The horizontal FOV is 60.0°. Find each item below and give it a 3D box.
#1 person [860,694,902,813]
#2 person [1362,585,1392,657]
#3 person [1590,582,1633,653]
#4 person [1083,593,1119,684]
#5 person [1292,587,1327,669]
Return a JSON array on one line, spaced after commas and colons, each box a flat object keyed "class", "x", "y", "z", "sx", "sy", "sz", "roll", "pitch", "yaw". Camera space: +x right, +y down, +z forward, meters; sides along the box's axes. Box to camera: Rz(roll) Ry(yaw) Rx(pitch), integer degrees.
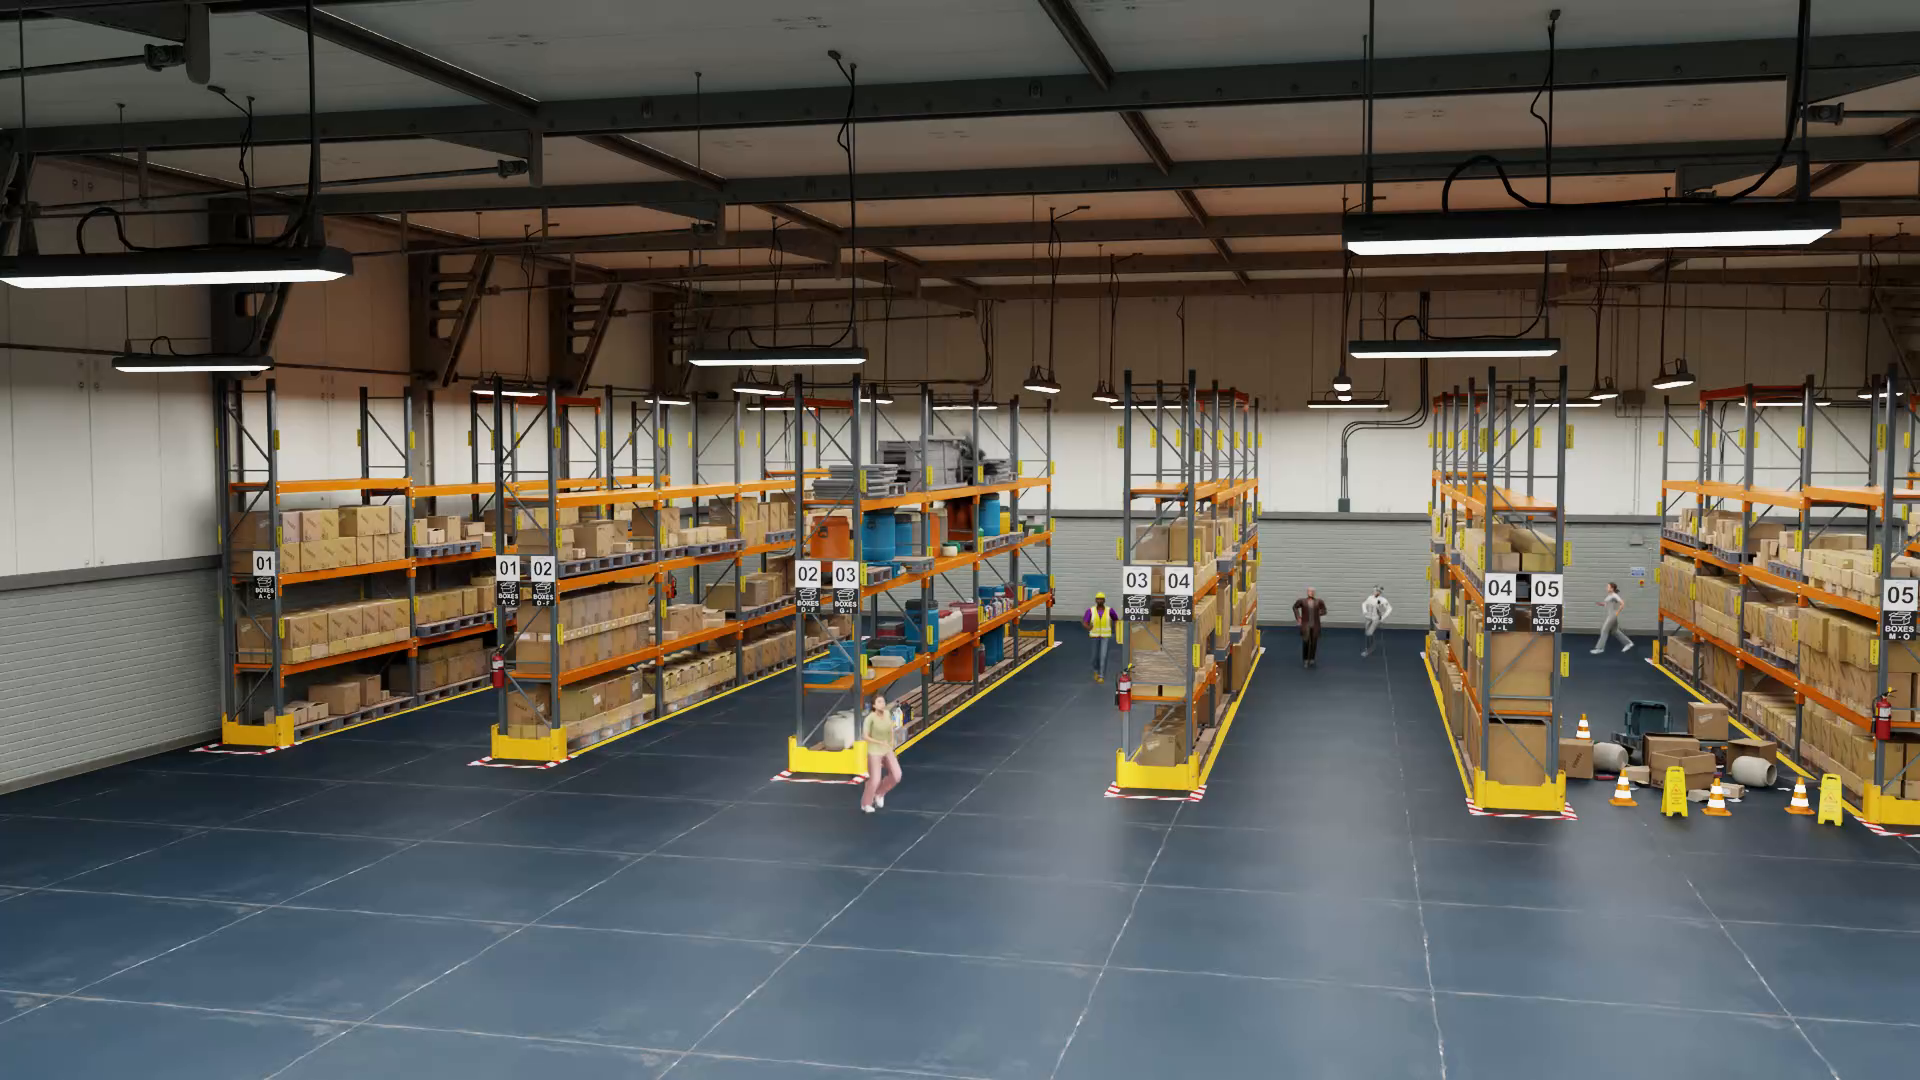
[{"class": "person", "x": -1.055, "y": 2.849, "z": 22.188, "sx": 0.596, "sy": 1.622, "sz": 0.716, "roll": -2, "pitch": 4, "yaw": -36}, {"class": "person", "x": 9.595, "y": 1.870, "z": 38.553, "sx": 0.641, "sy": 1.683, "sz": 0.596, "roll": 3, "pitch": 5, "yaw": 41}, {"class": "person", "x": 15.190, "y": 1.823, "z": 38.695, "sx": 0.969, "sy": 1.640, "sz": 0.570, "roll": 1, "pitch": 4, "yaw": 13}, {"class": "person", "x": 2.738, "y": 1.903, "z": 32.369, "sx": 0.712, "sy": 1.761, "sz": 0.781, "roll": 0, "pitch": 3, "yaw": 8}, {"class": "person", "x": 7.728, "y": 1.932, "z": 36.647, "sx": 0.723, "sy": 1.805, "sz": 0.799, "roll": 0, "pitch": 3, "yaw": 2}]
